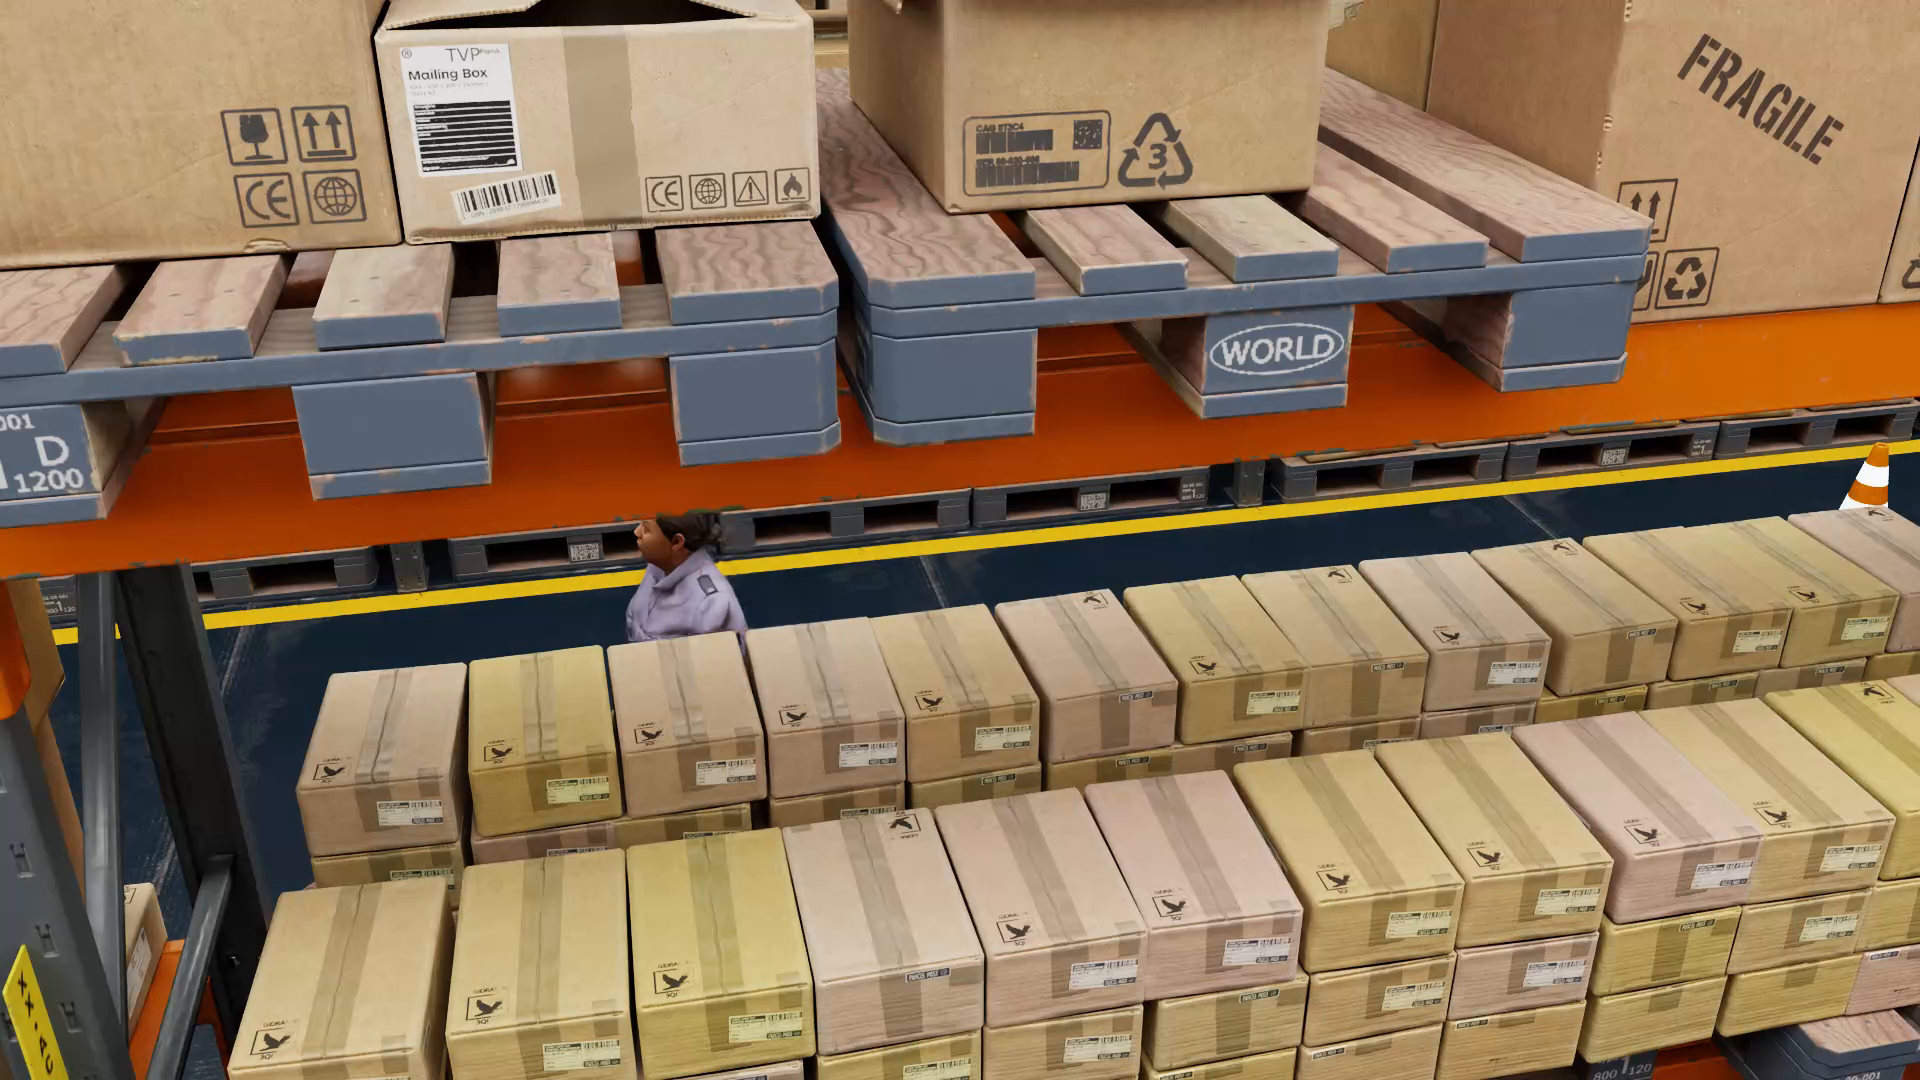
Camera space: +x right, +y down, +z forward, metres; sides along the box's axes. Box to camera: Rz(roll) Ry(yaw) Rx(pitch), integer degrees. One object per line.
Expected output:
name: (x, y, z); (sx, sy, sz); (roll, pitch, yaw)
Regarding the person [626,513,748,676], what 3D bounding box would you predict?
person: (-0.750, 0.545, 5.105); (1.048, 1.572, 0.517); (-8, 28, -16)
